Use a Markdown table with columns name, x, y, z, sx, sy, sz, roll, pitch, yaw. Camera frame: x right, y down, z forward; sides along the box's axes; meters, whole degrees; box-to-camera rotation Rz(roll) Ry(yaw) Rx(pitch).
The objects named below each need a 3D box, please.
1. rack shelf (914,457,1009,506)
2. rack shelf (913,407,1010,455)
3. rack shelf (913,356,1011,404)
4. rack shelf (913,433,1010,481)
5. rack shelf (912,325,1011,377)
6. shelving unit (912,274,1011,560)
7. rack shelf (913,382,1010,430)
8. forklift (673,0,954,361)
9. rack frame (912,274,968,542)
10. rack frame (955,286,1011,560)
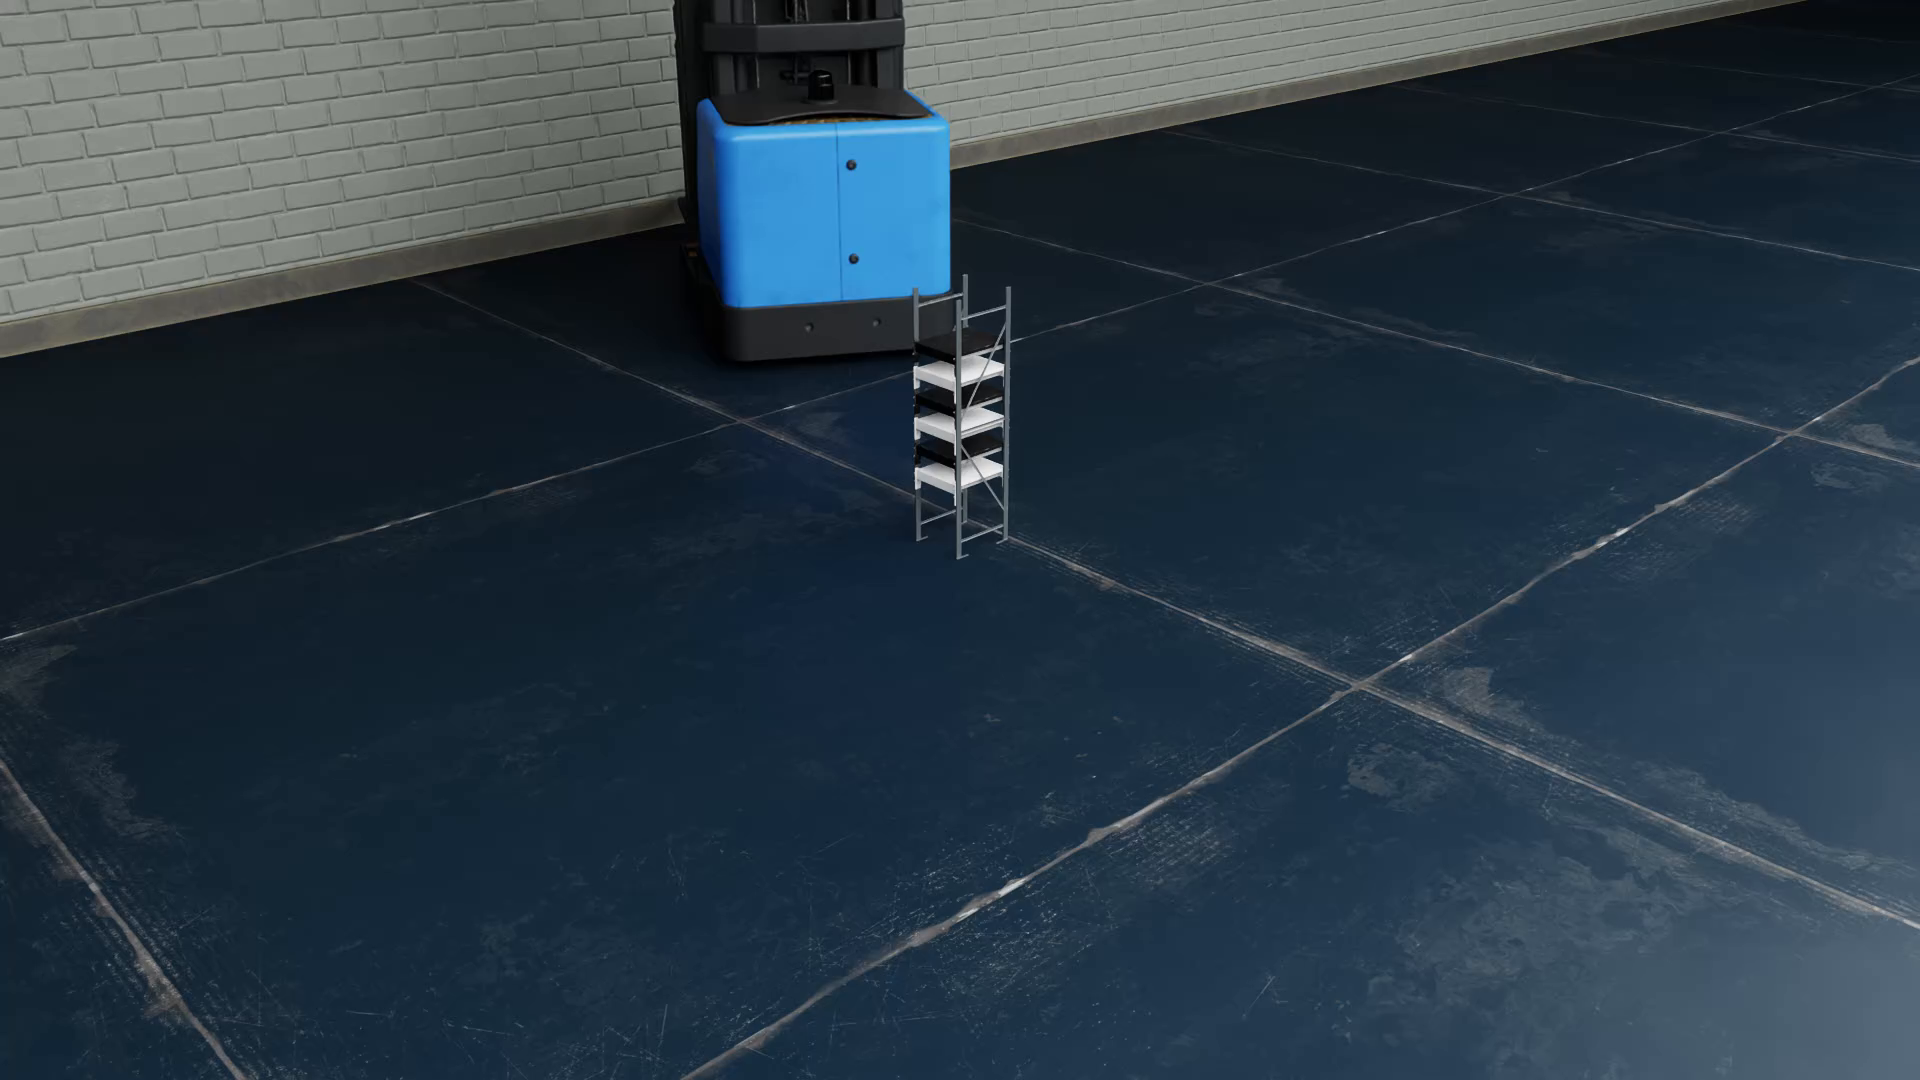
| name | x | y | z | sx | sy | sz | roll | pitch | yaw |
| --- | --- | --- | --- | --- | --- | --- | --- | --- | --- |
| rack shelf | 0.006 | -0.213 | 5.646 | 0.258 | 0.077 | 0.200 | -21 | 32 | -38 |
| rack shelf | 0.006 | -0.377 | 5.572 | 0.258 | 0.077 | 0.200 | -21 | 32 | -38 |
| rack shelf | 0.006 | -0.540 | 5.497 | 0.258 | 0.077 | 0.200 | -21 | 32 | -38 |
| rack shelf | 0.006 | -0.295 | 5.609 | 0.258 | 0.077 | 0.200 | -21 | 32 | -38 |
| rack shelf | 0.006 | -0.622 | 5.460 | 0.258 | 0.077 | 0.200 | -21 | 32 | -38 |
| shelving unit | 0.006 | -0.407 | 5.558 | 0.258 | 0.900 | 0.210 | -21 | 32 | -38 |
| rack shelf | 0.006 | -0.459 | 5.534 | 0.258 | 0.077 | 0.200 | -21 | 32 | -38 |
| forklift | -0.873 | -2.703 | 8.144 | 1.130 | 2.935 | 3.031 | -6 | 25 | -12 |
| rack frame | -0.064 | -0.438 | 5.625 | 0.240 | 0.900 | 0.006 | -21 | 32 | -38 |
| rack frame | 0.075 | -0.376 | 5.490 | 0.240 | 0.900 | 0.006 | -21 | 32 | -38 |
